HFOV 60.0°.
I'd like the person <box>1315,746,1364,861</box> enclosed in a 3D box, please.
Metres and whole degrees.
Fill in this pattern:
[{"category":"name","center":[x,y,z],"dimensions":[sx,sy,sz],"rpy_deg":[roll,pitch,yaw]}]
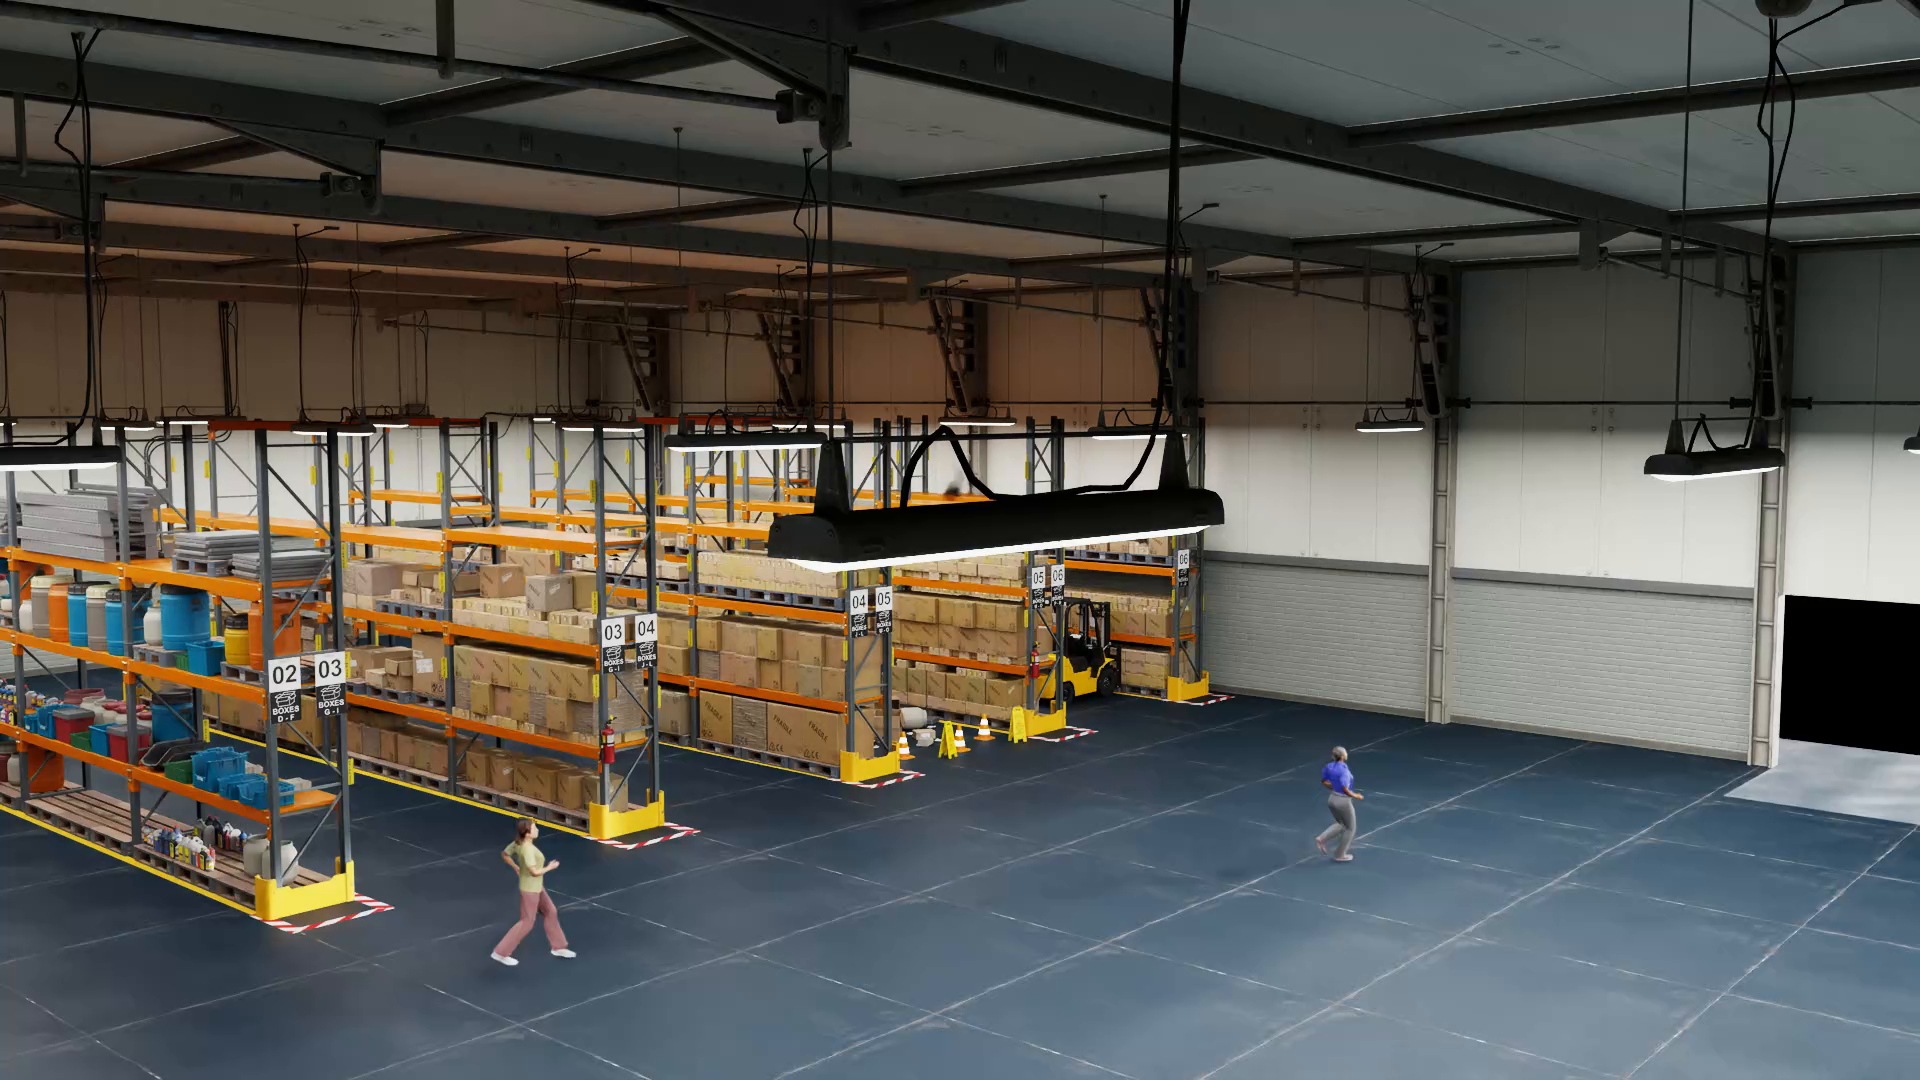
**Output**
[{"category":"person","center":[5.229,3.626,22.894],"dimensions":[0.563,1.603,0.573],"rpy_deg":[-2,5,-21]}]

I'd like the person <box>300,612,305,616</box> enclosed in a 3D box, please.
[{"category":"person","center":[-14.969,2.418,37.376],"dimensions":[0.655,1.609,0.536],"rpy_deg":[0,5,-1]}]

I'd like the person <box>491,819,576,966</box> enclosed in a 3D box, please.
[{"category":"person","center":[-4.789,3.941,18.642],"dimensions":[0.964,1.668,0.578],"rpy_deg":[-2,5,-22]}]

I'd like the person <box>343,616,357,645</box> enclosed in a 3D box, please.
[{"category":"person","center":[-13.319,2.463,36.010],"dimensions":[0.522,1.740,0.647],"rpy_deg":[4,6,41]}]
